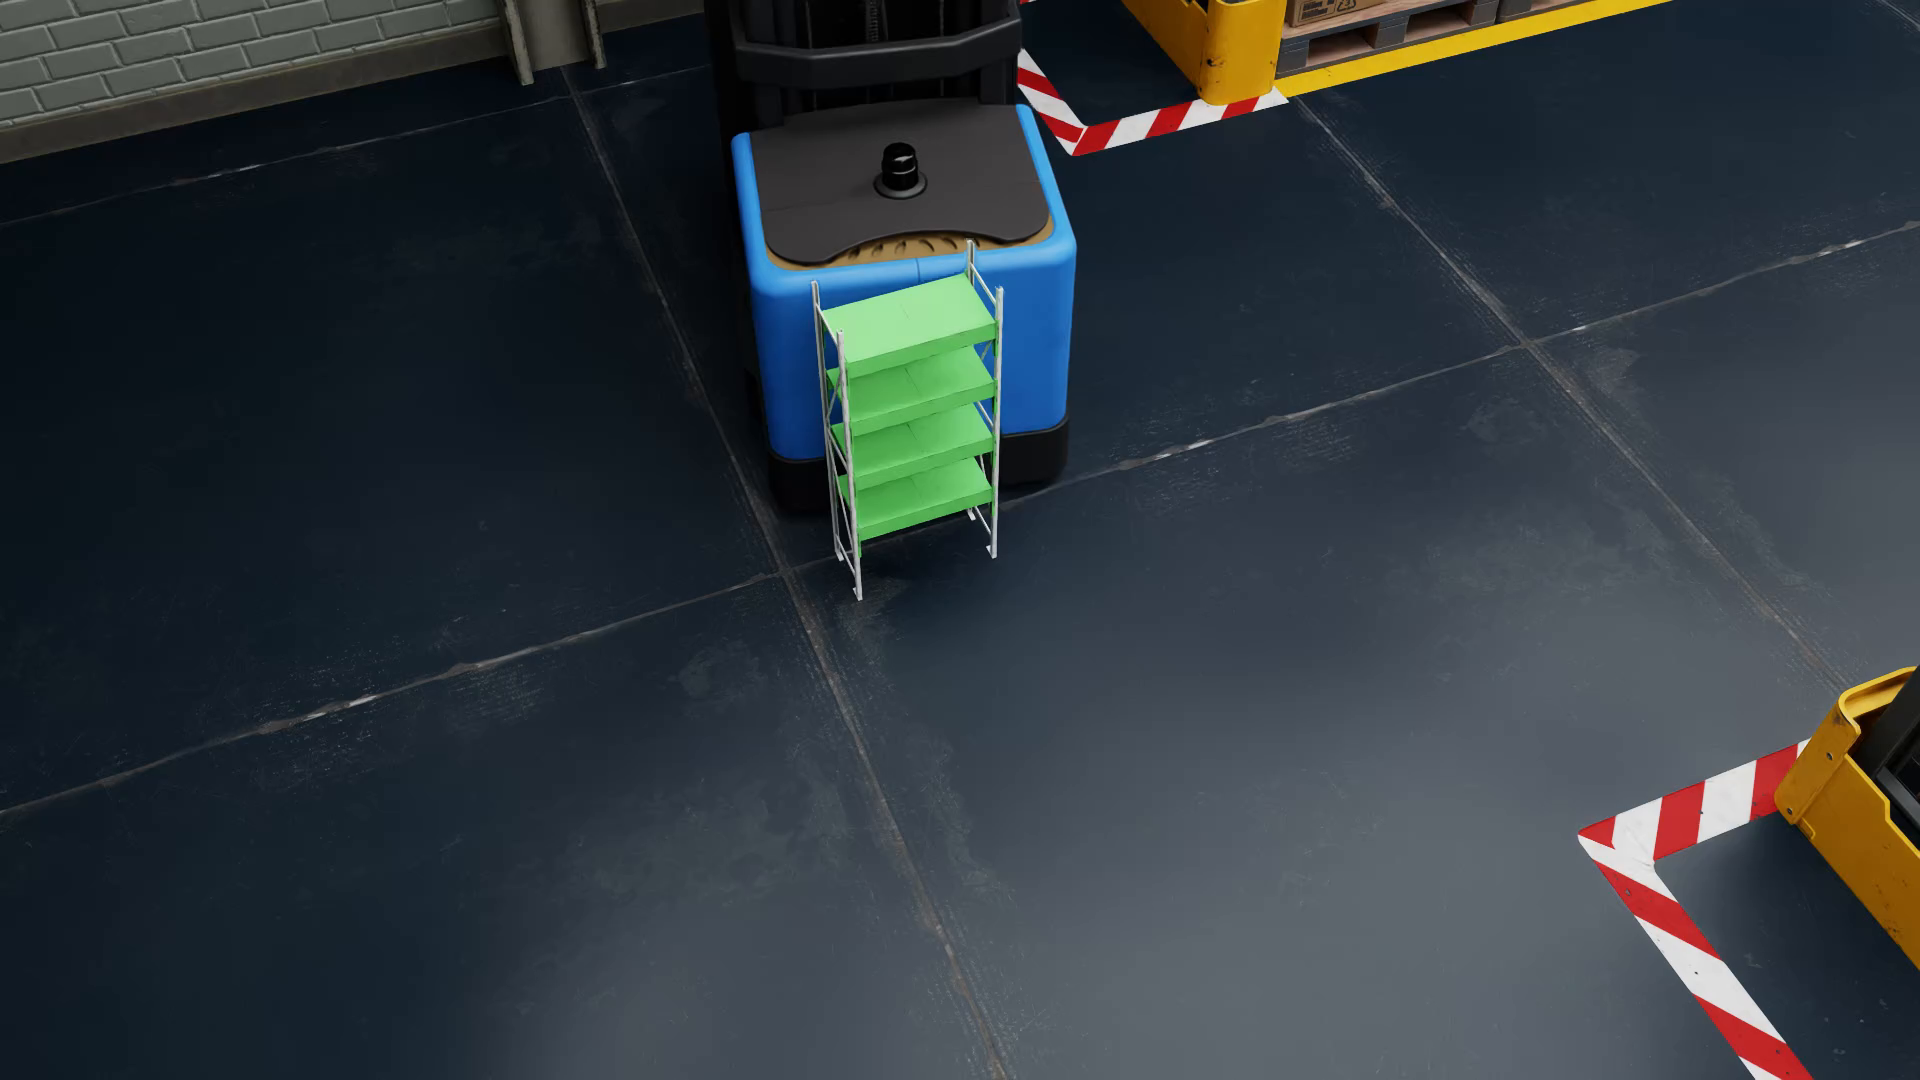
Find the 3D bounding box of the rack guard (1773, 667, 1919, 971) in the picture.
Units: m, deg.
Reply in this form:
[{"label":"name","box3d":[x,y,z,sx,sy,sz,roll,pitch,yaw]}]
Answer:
[{"label":"rack guard","box3d":[2.839,0.971,4.586,0.348,0.500,1.175,-17,52,-14]}]

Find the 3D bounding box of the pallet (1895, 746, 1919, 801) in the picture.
[{"label":"pallet","box3d":[3.572,0.774,4.946,1.213,0.211,1.003,-17,52,-14]}]

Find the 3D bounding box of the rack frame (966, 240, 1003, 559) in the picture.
[{"label":"rack frame","box3d":[0.073,-0.413,5.314,0.015,1.200,0.240,-17,52,-14]}]

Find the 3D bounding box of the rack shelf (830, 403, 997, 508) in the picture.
[{"label":"rack shelf","box3d":[-0.153,-0.302,5.303,0.480,0.148,0.258,-17,52,-14]}]

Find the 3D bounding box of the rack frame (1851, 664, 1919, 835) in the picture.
[{"label":"rack frame","box3d":[2.861,0.150,3.644,0.127,3.000,1.000,-17,52,-14]}]

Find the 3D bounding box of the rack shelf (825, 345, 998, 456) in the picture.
[{"label":"rack shelf","box3d":[-0.153,-0.458,5.120,0.480,0.148,0.258,-17,52,-14]}]

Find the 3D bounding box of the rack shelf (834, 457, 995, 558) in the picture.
[{"label":"rack shelf","box3d":[-0.153,-0.145,5.485,0.480,0.148,0.258,-17,52,-14]}]

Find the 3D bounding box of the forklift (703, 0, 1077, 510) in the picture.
[{"label":"forklift","box3d":[-0.379,-2.198,5.705,1.130,2.935,3.031,-7,50,-6]}]

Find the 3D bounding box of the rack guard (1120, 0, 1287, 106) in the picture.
[{"label":"rack guard","box3d":[1.052,-2.543,7.604,0.348,0.500,1.175,-17,52,-14]}]

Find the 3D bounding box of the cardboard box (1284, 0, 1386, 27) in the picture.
[{"label":"cardboard box","box3d":[1.583,-2.768,7.518,0.637,0.503,0.797,-19,52,-16]}]

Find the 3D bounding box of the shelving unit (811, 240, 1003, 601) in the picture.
[{"label":"shelving unit","box3d":[-0.153,-0.343,5.254,0.503,1.200,0.258,-17,52,-14]}]

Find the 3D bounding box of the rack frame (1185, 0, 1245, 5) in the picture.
[{"label":"rack frame","box3d":[0.981,-3.335,6.637,0.127,3.000,1.000,-17,52,-14]}]

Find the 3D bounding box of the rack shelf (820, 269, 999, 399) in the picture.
[{"label":"rack shelf","box3d":[-0.153,-0.615,4.938,0.480,0.148,0.258,-17,52,-14]}]

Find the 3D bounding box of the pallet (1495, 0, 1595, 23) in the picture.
[{"label":"pallet","box3d":[2.917,-3.025,8.209,1.213,0.211,1.003,-17,52,-14]}]

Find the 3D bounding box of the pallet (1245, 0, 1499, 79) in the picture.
[{"label":"pallet","box3d":[1.789,-2.678,7.911,1.213,0.211,1.003,-17,52,-14]}]

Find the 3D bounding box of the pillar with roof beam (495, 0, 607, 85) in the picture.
[{"label":"pillar with roof beam","box3d":[-0.228,-2.126,1.644,0.400,9.000,9.100,-17,52,-14]}]

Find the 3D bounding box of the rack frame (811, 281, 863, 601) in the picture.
[{"label":"rack frame","box3d":[-0.379,-0.273,5.194,0.015,1.200,0.240,-17,52,-14]}]
